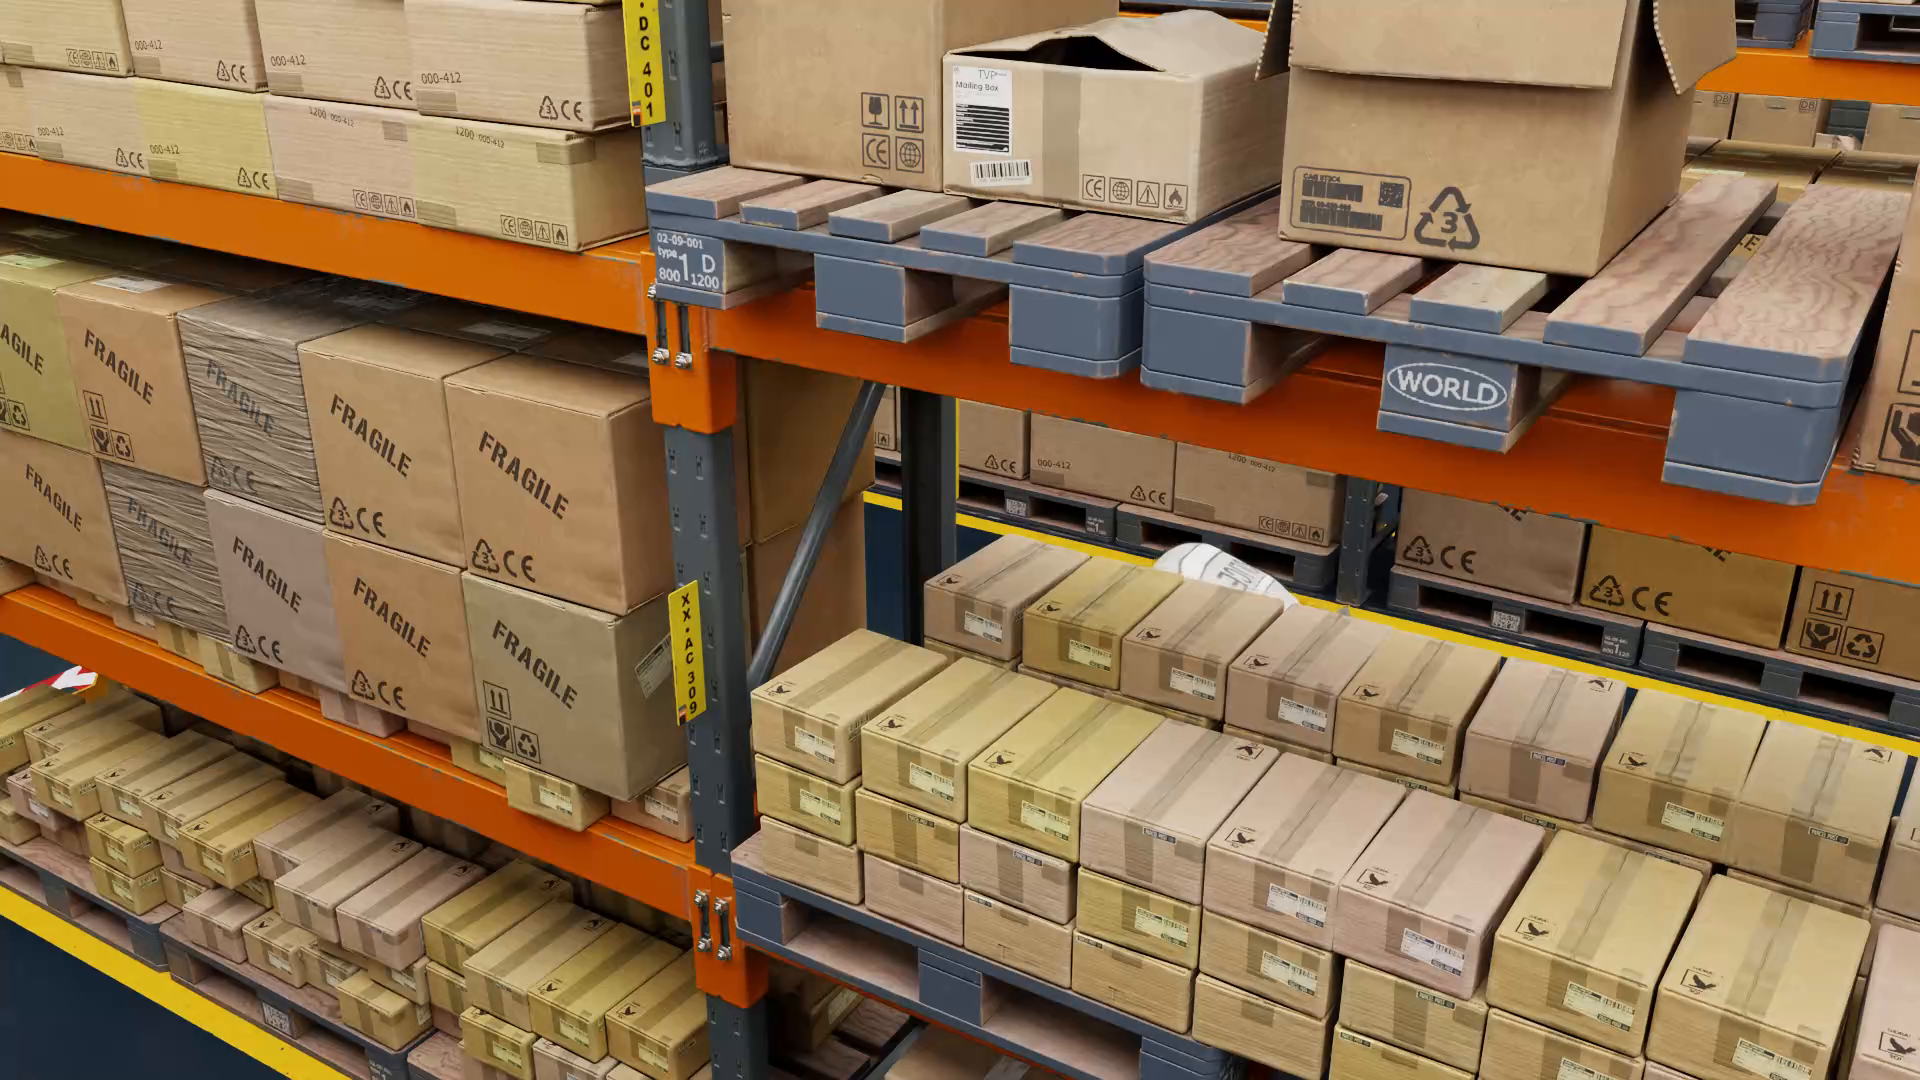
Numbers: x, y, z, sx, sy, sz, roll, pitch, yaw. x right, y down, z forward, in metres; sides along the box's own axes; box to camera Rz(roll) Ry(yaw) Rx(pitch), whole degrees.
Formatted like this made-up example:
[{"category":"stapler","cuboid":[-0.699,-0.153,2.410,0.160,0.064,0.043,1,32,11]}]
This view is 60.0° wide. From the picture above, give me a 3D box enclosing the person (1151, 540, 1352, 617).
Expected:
[{"category":"person","cuboid":[1.161,0.520,6.797,0.890,0.947,0.452,12,26,27]}]
